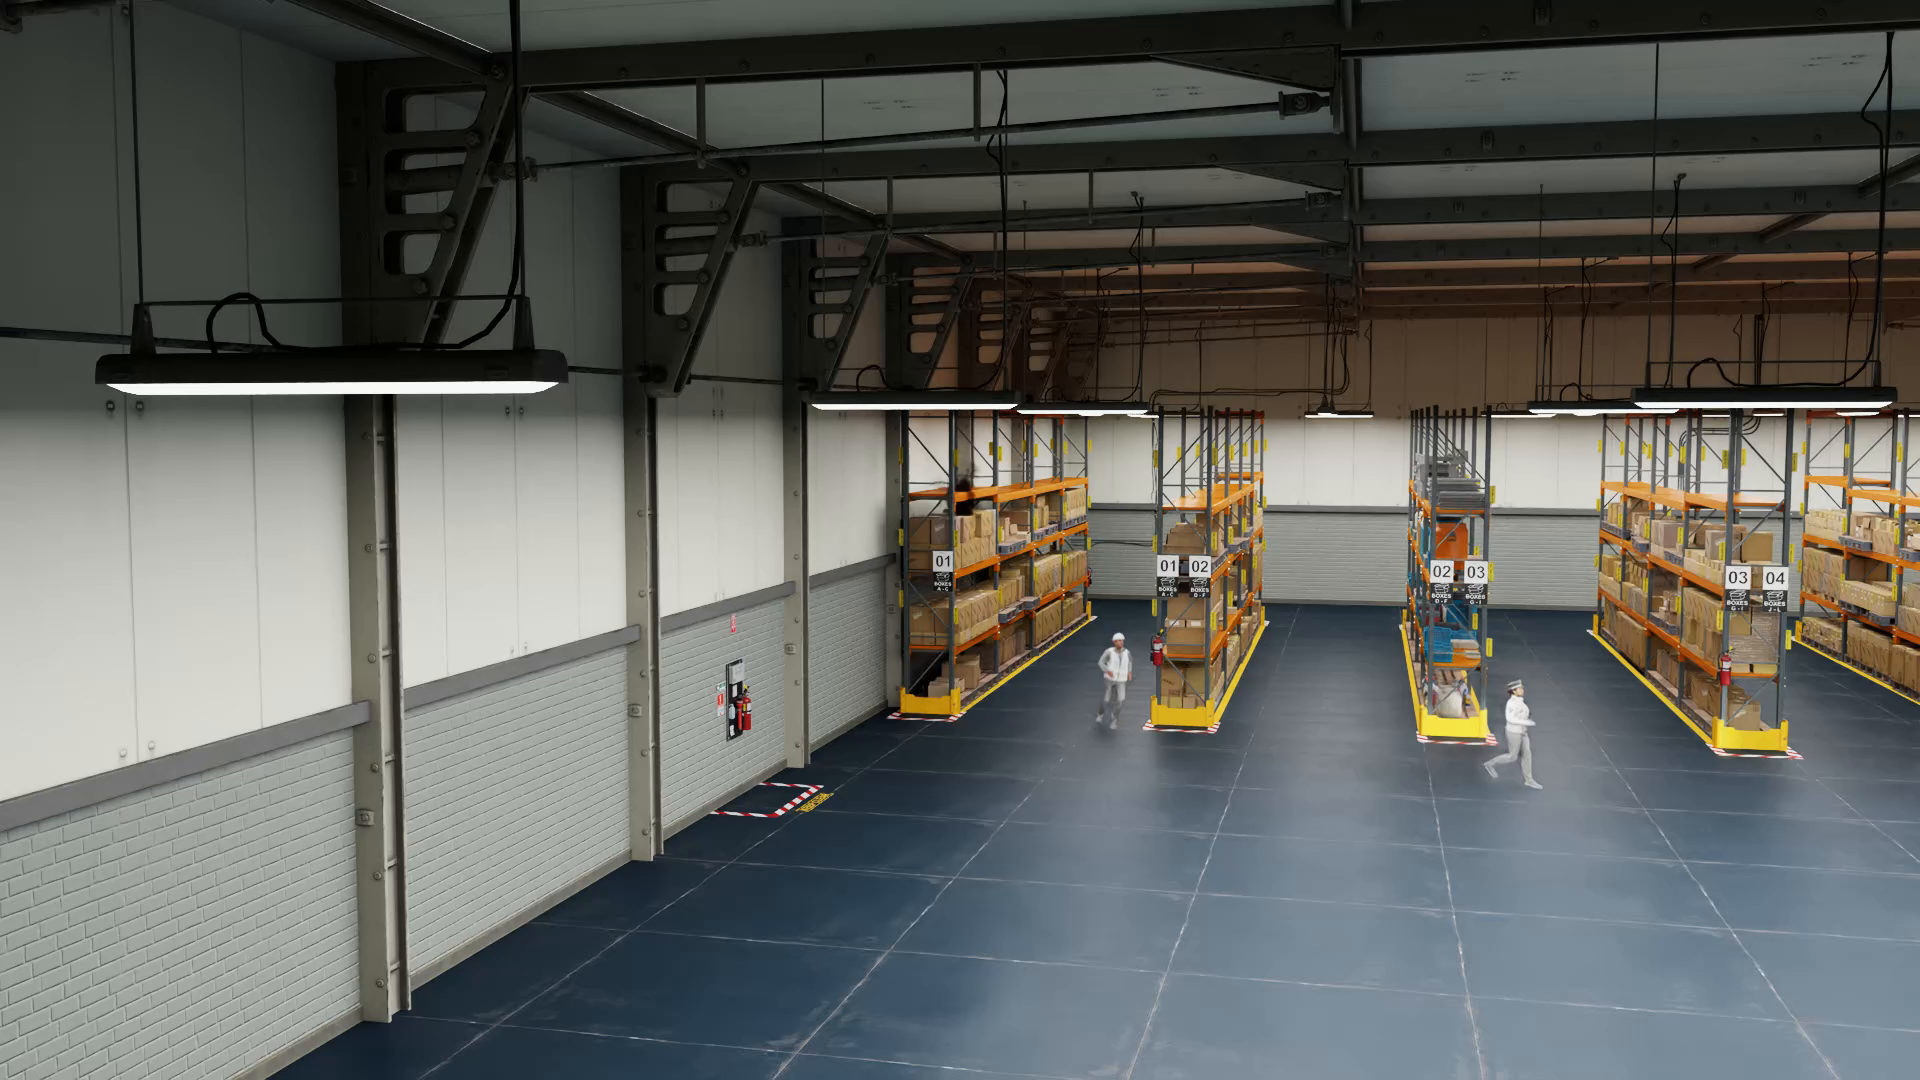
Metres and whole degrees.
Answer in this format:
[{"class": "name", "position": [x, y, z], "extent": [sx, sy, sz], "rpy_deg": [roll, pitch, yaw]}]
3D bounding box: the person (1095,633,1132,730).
[{"class": "person", "position": [2.916, 2.630, 31.107], "extent": [0.727, 1.795, 0.695], "rpy_deg": [-1, 4, -10]}]

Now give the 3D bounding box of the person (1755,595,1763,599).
[{"class": "person", "position": [20.411, 1.843, 42.798], "extent": [0.627, 1.624, 0.502], "rpy_deg": [2, 5, 28]}]

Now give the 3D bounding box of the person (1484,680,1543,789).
[{"class": "person", "position": [8.668, 3.010, 25.973], "extent": [0.901, 1.692, 0.616], "rpy_deg": [3, 5, 36]}]
